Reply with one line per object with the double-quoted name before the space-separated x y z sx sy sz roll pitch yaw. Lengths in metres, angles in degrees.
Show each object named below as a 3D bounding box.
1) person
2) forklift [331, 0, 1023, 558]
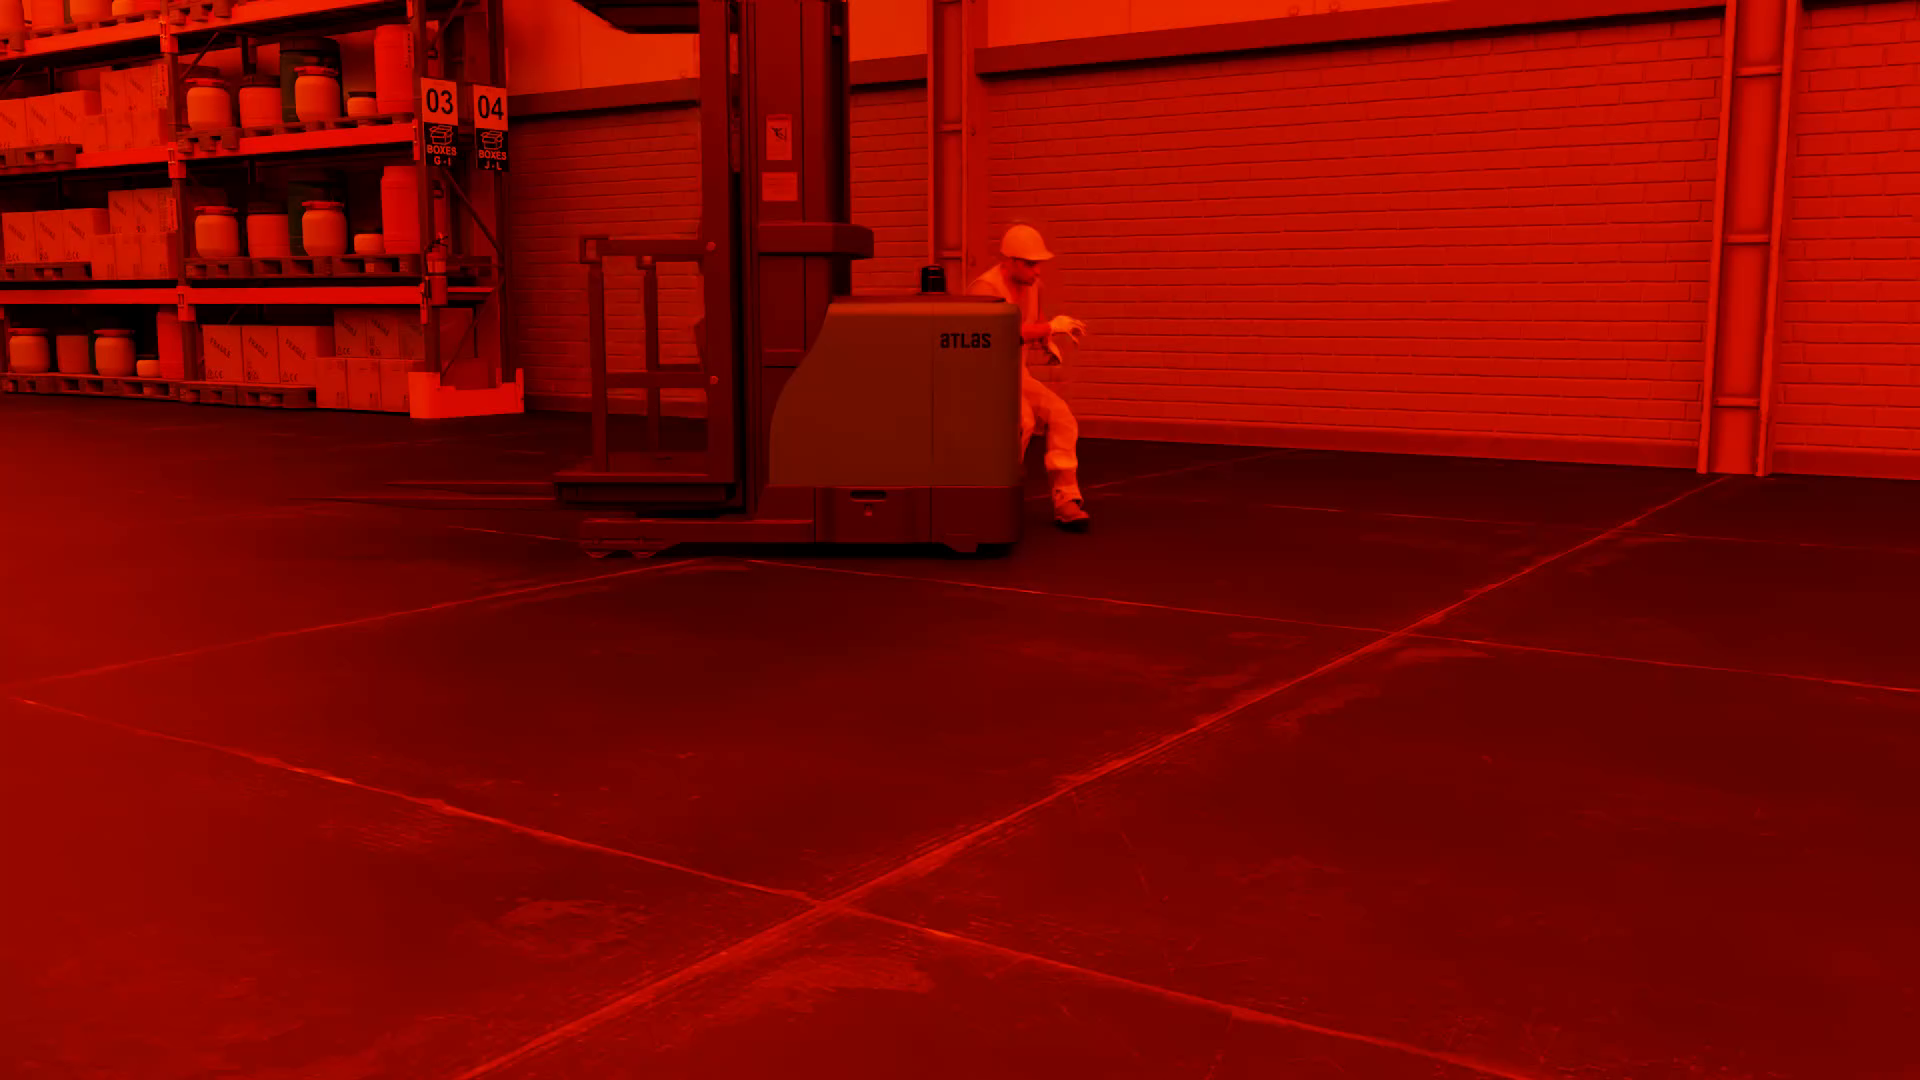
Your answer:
"person" 0.450 -0.810 8.299 0.964 1.497 1.084 8 11 44
"forklift" -1.233 -1.448 7.379 3.031 2.935 1.130 0 8 3
